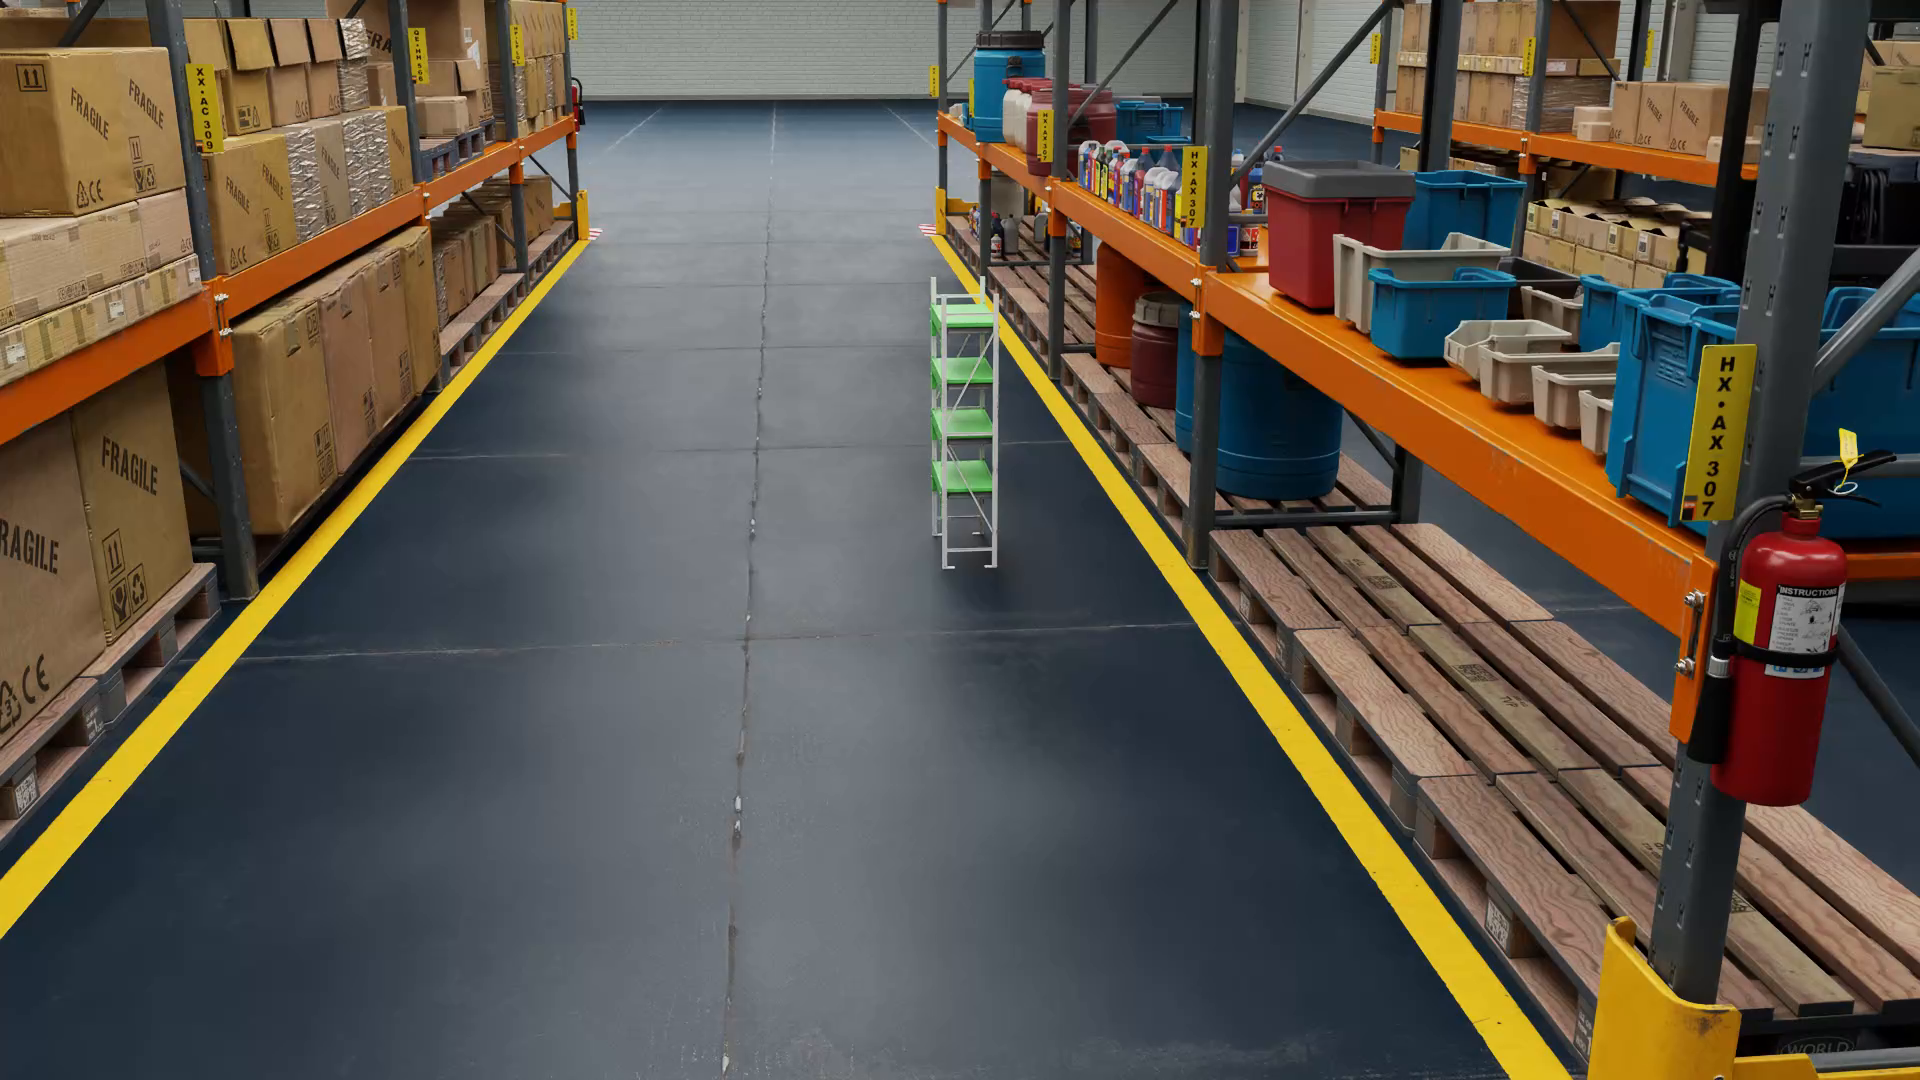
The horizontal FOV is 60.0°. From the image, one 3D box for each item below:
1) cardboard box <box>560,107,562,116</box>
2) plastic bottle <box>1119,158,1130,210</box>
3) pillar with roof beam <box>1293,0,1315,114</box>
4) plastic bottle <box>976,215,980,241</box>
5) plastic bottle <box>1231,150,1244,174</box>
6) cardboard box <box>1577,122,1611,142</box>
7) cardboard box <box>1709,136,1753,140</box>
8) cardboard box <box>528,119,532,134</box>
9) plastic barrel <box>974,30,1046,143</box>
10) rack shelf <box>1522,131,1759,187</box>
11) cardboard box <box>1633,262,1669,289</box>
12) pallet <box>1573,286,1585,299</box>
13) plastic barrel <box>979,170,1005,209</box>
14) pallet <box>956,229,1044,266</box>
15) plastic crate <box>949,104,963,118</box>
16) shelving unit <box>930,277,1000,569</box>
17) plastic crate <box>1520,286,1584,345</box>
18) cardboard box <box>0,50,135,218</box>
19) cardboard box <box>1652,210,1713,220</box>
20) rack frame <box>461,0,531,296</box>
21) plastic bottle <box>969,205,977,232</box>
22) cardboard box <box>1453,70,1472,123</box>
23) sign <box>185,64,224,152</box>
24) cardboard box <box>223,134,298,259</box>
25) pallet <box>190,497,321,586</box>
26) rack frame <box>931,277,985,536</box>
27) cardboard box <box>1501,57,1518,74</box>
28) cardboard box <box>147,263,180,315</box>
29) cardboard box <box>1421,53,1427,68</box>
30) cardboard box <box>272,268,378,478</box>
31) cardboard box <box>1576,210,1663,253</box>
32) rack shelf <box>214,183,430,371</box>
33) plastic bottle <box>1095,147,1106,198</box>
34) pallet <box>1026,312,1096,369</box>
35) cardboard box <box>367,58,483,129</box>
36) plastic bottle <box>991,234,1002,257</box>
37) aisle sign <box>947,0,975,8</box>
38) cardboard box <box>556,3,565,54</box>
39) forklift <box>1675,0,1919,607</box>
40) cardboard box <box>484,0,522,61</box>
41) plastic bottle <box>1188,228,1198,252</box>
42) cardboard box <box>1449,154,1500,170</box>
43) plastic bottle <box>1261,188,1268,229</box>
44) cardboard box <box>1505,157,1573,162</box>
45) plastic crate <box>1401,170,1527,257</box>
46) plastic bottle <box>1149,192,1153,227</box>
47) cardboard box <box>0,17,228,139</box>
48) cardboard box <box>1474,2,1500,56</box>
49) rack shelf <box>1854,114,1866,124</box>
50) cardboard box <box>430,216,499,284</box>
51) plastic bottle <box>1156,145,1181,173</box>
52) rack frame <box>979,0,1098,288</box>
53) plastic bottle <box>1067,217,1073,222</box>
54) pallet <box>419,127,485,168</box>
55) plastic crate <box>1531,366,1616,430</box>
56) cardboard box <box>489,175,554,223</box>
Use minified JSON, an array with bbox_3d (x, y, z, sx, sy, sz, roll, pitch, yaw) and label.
[{"bbox_3d":[-4.426,-4.551,17.584,0.380,0.149,0.250,-2,18,-6],"label":"cardboard box"},{"bbox_3d":[0.918,-1.939,9.060,0.097,0.271,0.097,0,17,0],"label":"plastic bottle"},{"bbox_3d":[4.295,-14.906,40.134,9.100,9.000,0.400,-2,18,-6],"label":"pillar with roof beam"},{"bbox_3d":[0.210,-3.068,16.263,0.097,0.271,0.097,0,17,0],"label":"plastic bottle"},{"bbox_3d":[1.615,-2.130,9.670,0.097,0.271,0.097,0,17,0],"label":"plastic bottle"},{"bbox_3d":[5.494,-3.472,14.149,0.380,0.149,0.250,-2,18,-6],"label":"cardboard box"},{"bbox_3d":[5.831,-2.929,12.418,0.380,0.149,0.250,0,17,-2],"label":"cardboard box"},{"bbox_3d":[-4.072,-3.734,14.981,0.380,0.149,0.250,-2,18,-6],"label":"cardboard box"},{"bbox_3d":[0.417,-3.825,14.017,0.600,0.901,0.708,-2,18,-6],"label":"plastic barrel"},{"bbox_3d":[5.812,-2.923,13.182,1.077,0.370,4.000,-2,18,-6],"label":"rack shelf"},{"bbox_3d":[5.616,-2.012,12.967,0.500,0.250,0.500,-1,17,-4],"label":"cardboard box"},{"bbox_3d":[5.721,-2.314,14.694,1.003,0.211,1.213,-2,18,-6],"label":"pallet"},{"bbox_3d":[0.410,-3.722,17.977,0.421,0.512,0.421,0,17,0],"label":"plastic barrel"},{"bbox_3d":[0.522,-2.946,16.708,1.003,0.211,1.213,-2,18,-6],"label":"pallet"},{"bbox_3d":[0.038,-4.500,17.443,0.298,0.136,0.250,-2,18,-6],"label":"plastic crate"},{"bbox_3d":[0.017,-0.523,7.340,0.258,1.200,0.503,-2,18,-6],"label":"shelving unit"},{"bbox_3d":[1.982,-0.720,5.304,0.293,0.136,0.466,-2,18,-6],"label":"plastic crate"},{"bbox_3d":[-3.062,-1.324,5.388,0.500,0.500,0.500,-2,18,-5],"label":"cardboard box"},{"bbox_3d":[6.042,-2.603,13.914,0.500,0.311,0.500,-2,18,-6],"label":"cardboard box"},{"bbox_3d":[-4.248,-3.557,14.001,1.000,3.000,0.127,-2,18,-6],"label":"rack frame"},{"bbox_3d":[0.143,-3.261,16.876,0.097,0.271,0.097,0,17,0],"label":"plastic bottle"},{"bbox_3d":[5.391,-4.501,16.840,0.700,0.500,0.500,-1,17,-4],"label":"cardboard box"},{"bbox_3d":[-2.871,-1.642,6.323,0.100,0.325,0.005,-2,18,-6],"label":"sign"},{"bbox_3d":[-3.274,-1.516,7.332,0.500,0.500,0.500,-2,18,-6],"label":"cardboard box"},{"bbox_3d":[-3.577,-0.071,7.551,1.003,0.211,1.213,-2,18,-6],"label":"pallet"},{"bbox_3d":[-0.008,-0.596,7.572,0.240,1.200,0.015,-2,18,-6],"label":"rack frame"},{"bbox_3d":[5.312,-4.446,15.580,0.380,0.149,0.250,-2,18,-7],"label":"cardboard box"},{"bbox_3d":[-3.039,-0.897,5.944,0.380,0.149,0.250,-1,17,-5],"label":"cardboard box"},{"bbox_3d":[5.098,-5.060,17.535,0.380,0.149,0.250,-2,18,-6],"label":"cardboard box"},{"bbox_3d":[-3.602,-0.817,8.117,1.225,0.875,0.875,-2,18,-8],"label":"cardboard box"},{"bbox_3d":[5.502,-2.584,13.854,0.500,0.311,0.500,-2,18,-7],"label":"cardboard box"},{"bbox_3d":[-3.629,-1.427,8.414,1.077,0.370,4.000,-2,18,-6],"label":"rack shelf"},{"bbox_3d":[0.830,-2.145,9.696,0.061,0.283,0.133,-2,18,-6],"label":"plastic bottle"},{"bbox_3d":[1.050,-1.420,11.849,1.003,0.211,1.213,-2,18,-6],"label":"pallet"},{"bbox_3d":[-3.977,-3.293,12.286,0.797,0.503,0.637,0,17,0],"label":"cardboard box"},{"bbox_3d":[0.331,-2.684,15.155,0.097,0.201,0.097,0,17,0],"label":"plastic bottle"},{"bbox_3d":[-0.033,-6.155,17.934,0.394,0.787,0.004,-2,18,-6],"label":"aisle sign"},{"bbox_3d":[-4.358,-5.260,17.090,0.500,0.500,0.500,-2,18,-6],"label":"cardboard box"},{"bbox_3d":[3.939,-1.516,7.611,1.130,2.935,3.031,2,18,6],"label":"forklift"},{"bbox_3d":[-4.042,-4.366,14.243,0.500,0.500,0.500,-2,18,-6],"label":"cardboard box"},{"bbox_3d":[1.072,-1.446,7.471,0.061,0.283,0.133,-2,18,-6],"label":"plastic bottle"},{"bbox_3d":[5.179,-3.687,17.050,0.500,0.500,0.500,-2,18,-6],"label":"cardboard box"},{"bbox_3d":[1.588,-1.689,8.255,0.152,0.276,0.135,-2,18,-6],"label":"plastic bottle"},{"bbox_3d":[5.766,-3.554,16.628,0.500,0.500,0.500,-2,18,-6],"label":"cardboard box"},{"bbox_3d":[1.891,-1.219,6.480,0.392,0.384,0.575,-2,18,-6],"label":"plastic crate"},{"bbox_3d":[0.999,-1.673,8.328,0.097,0.201,0.097,0,17,0],"label":"plastic bottle"},{"bbox_3d":[-3.497,-1.890,6.849,0.797,0.503,0.637,-2,18,-7],"label":"cardboard box"},{"bbox_3d":[5.449,-4.961,16.138,0.700,0.500,0.500,-2,18,-6],"label":"cardboard box"},{"bbox_3d":[10.326,-4.269,17.469,1.077,0.370,4.000,-2,18,-6],"label":"rack shelf"},{"bbox_3d":[-4.206,-2.391,13.724,0.700,0.500,0.500,-3,18,-10],"label":"cardboard box"},{"bbox_3d":[1.107,-1.940,8.932,0.144,0.351,0.185,-2,18,-6],"label":"plastic bottle"},{"bbox_3d":[0.679,-3.710,14.488,1.000,3.000,0.127,-2,18,-6],"label":"rack frame"},{"bbox_3d":[1.008,-2.910,15.626,0.144,0.351,0.185,-1,17,-4],"label":"plastic bottle"},{"bbox_3d":[-4.080,-2.863,12.108,1.003,0.211,1.213,-2,18,-6],"label":"pallet"},{"bbox_3d":[1.636,-0.362,4.163,0.396,0.136,0.243,-2,18,-6],"label":"plastic crate"},{"bbox_3d":[-4.613,-3.570,17.514,0.500,0.500,0.500,1,17,5],"label":"cardboard box"}]
